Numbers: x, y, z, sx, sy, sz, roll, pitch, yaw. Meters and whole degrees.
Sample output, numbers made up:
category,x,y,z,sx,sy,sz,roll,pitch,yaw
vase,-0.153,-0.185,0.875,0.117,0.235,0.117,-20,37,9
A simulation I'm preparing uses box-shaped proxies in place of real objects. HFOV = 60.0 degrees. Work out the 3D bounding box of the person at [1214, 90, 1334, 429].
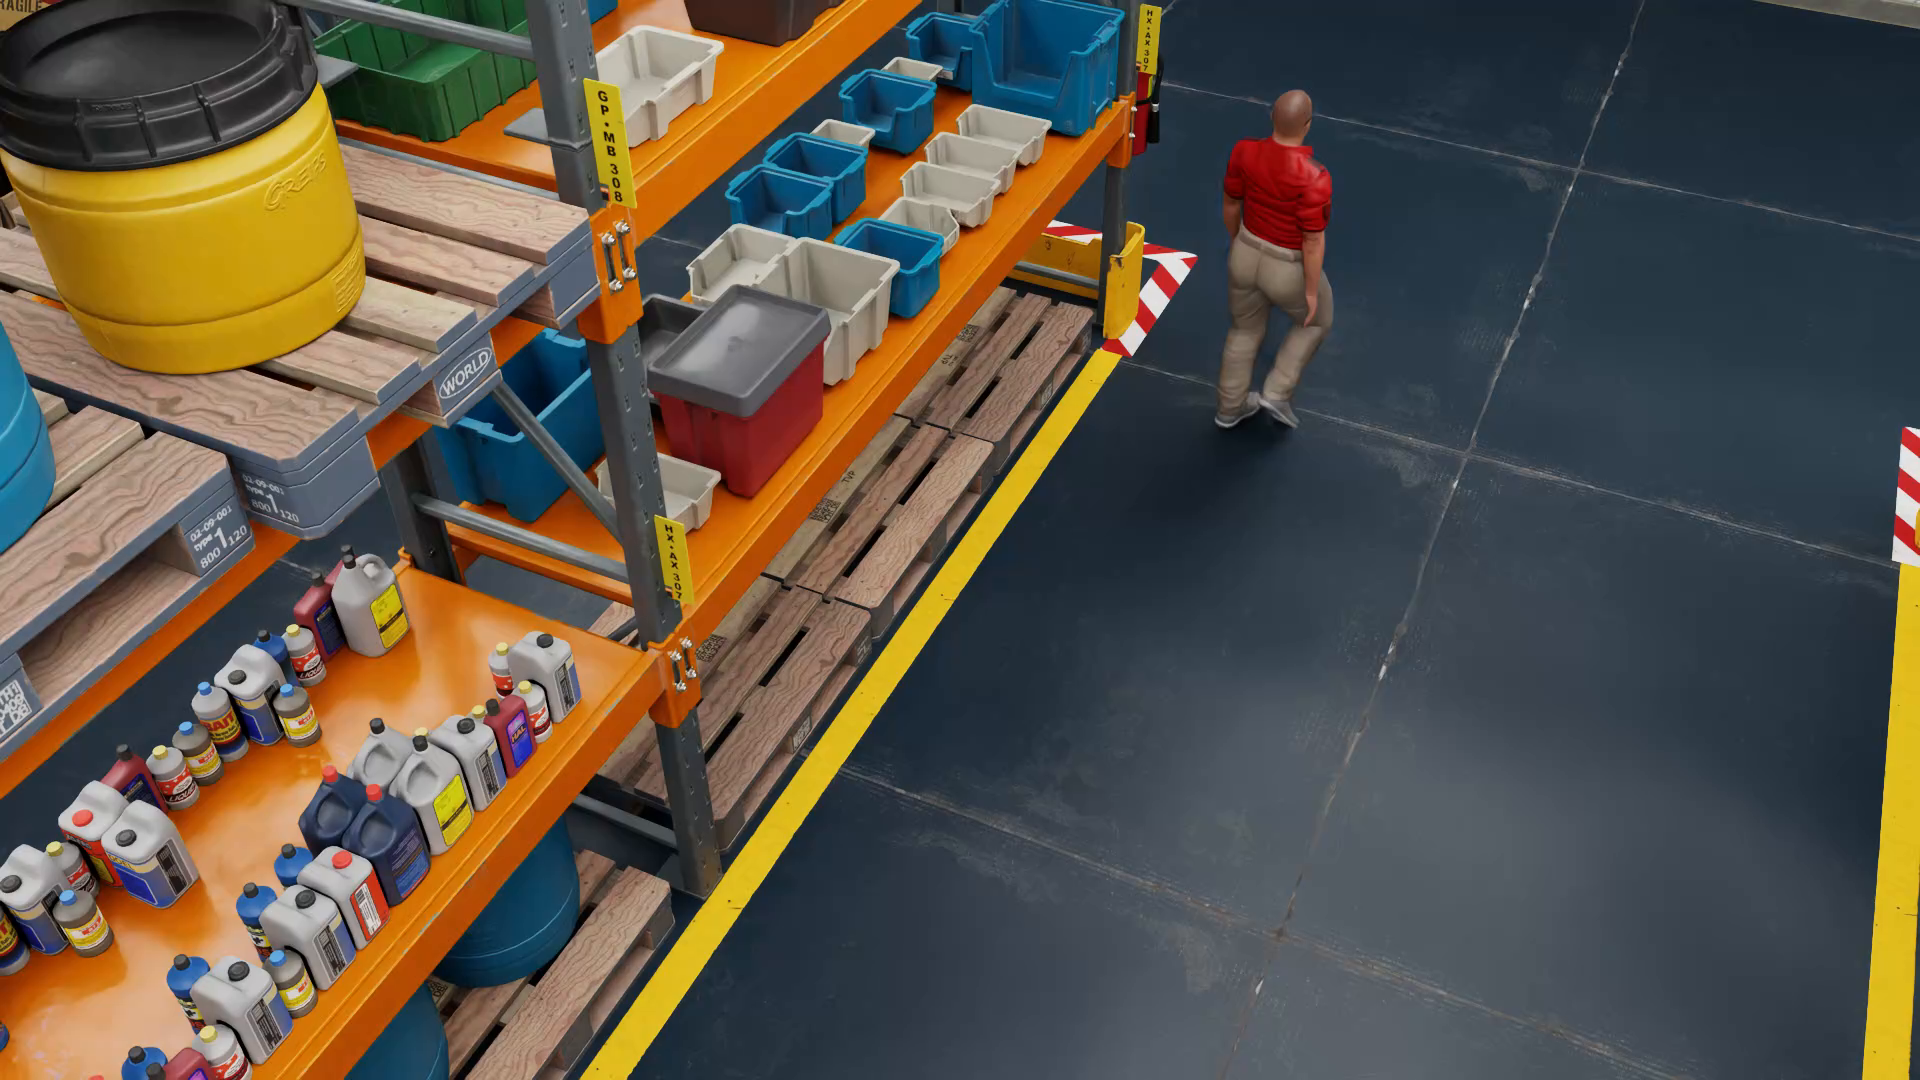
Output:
category,x,y,z,sx,sy,sz,roll,pitch,yaw
person,1.450,-1.243,7.577,0.577,1.786,0.481,30,50,29
